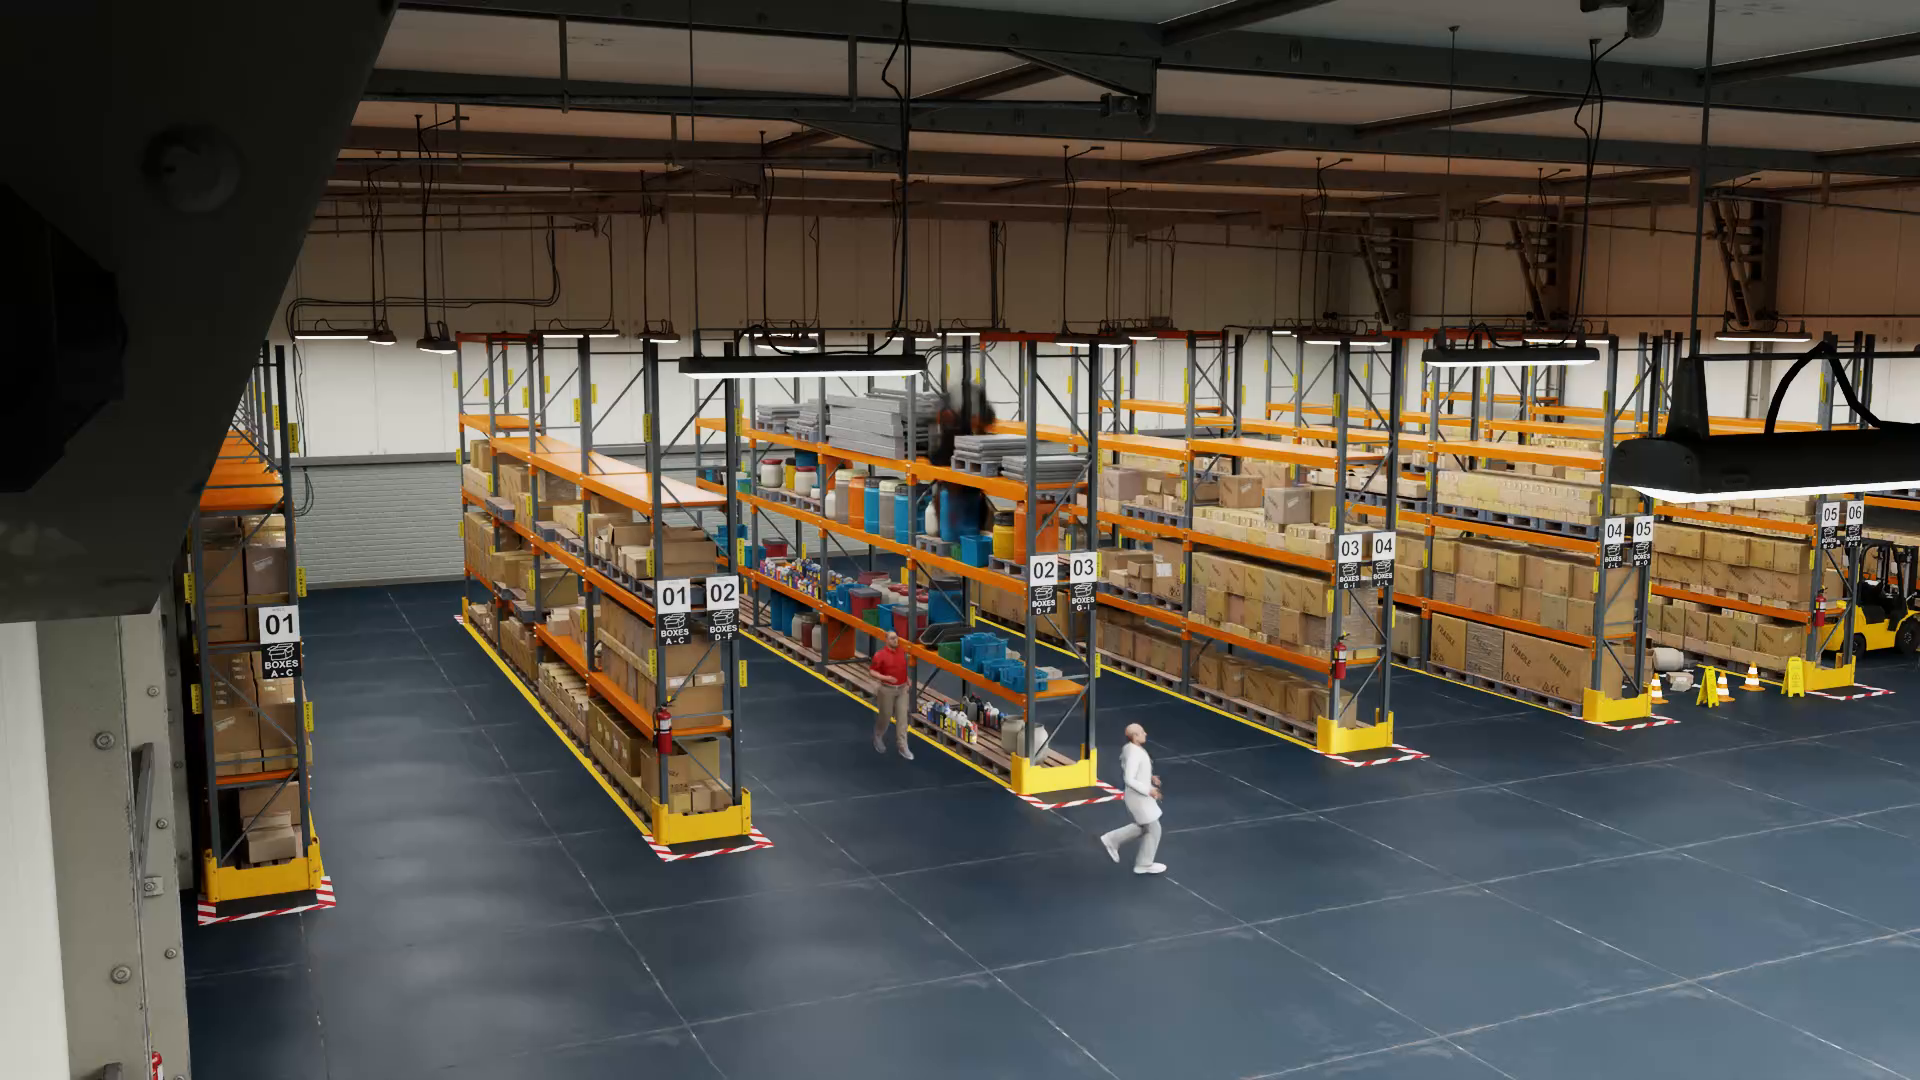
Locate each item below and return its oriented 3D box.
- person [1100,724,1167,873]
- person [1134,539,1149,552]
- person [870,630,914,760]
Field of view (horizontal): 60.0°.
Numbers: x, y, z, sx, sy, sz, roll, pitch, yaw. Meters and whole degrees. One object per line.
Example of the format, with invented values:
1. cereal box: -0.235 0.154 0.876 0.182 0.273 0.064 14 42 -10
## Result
1. person: 1.984 2.936 18.898 0.753 1.730 0.712 0 8 0
2. person: 4.541 -0.163 41.769 0.926 1.752 0.727 7 10 42
3. person: -0.906 2.104 22.862 0.664 1.731 0.822 -5 9 -33
